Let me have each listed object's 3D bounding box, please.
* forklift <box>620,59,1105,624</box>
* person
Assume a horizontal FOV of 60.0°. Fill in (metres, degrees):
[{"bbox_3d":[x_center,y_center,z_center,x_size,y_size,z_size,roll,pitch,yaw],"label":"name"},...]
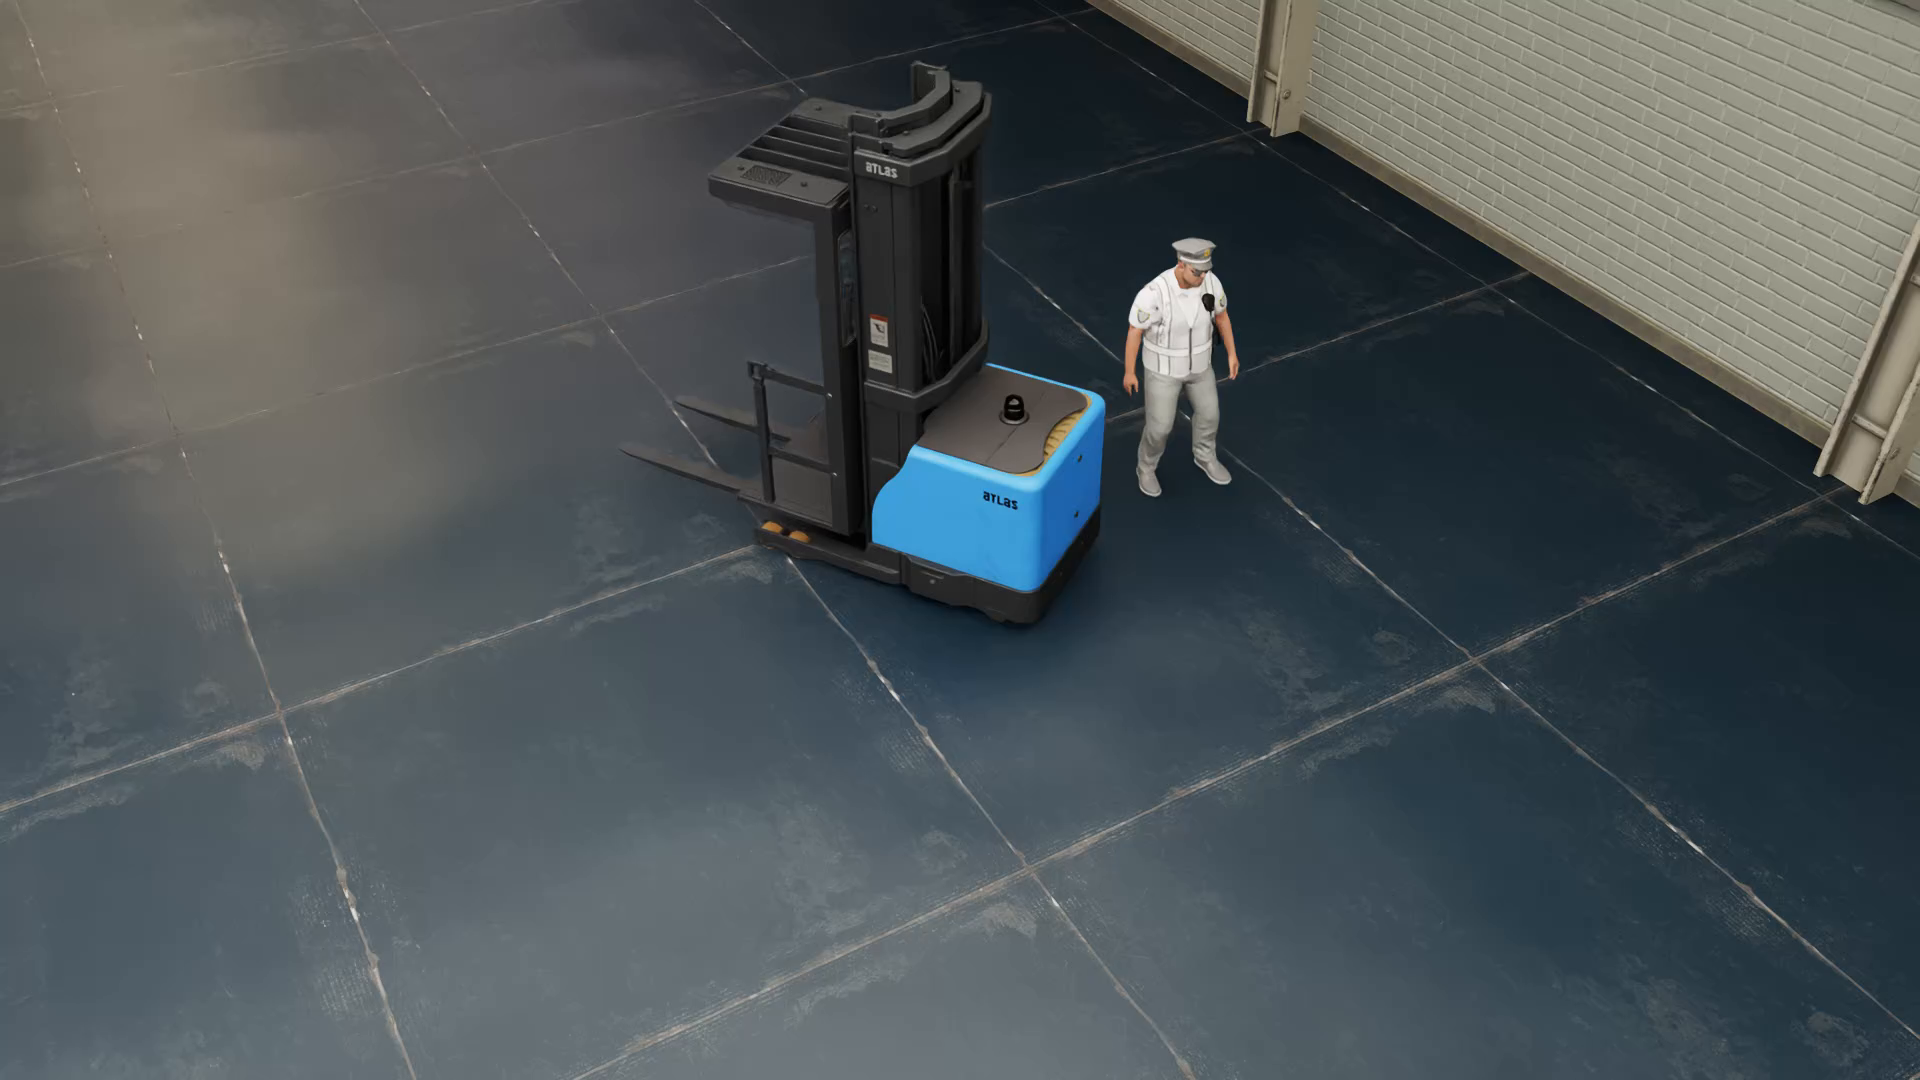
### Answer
[{"bbox_3d":[-0.691,-1.299,9.602,3.031,2.935,1.130,18,43,20],"label":"forklift"},{"bbox_3d":[1.367,-1.082,10.272,0.735,1.740,0.444,-13,42,-16],"label":"person"}]
